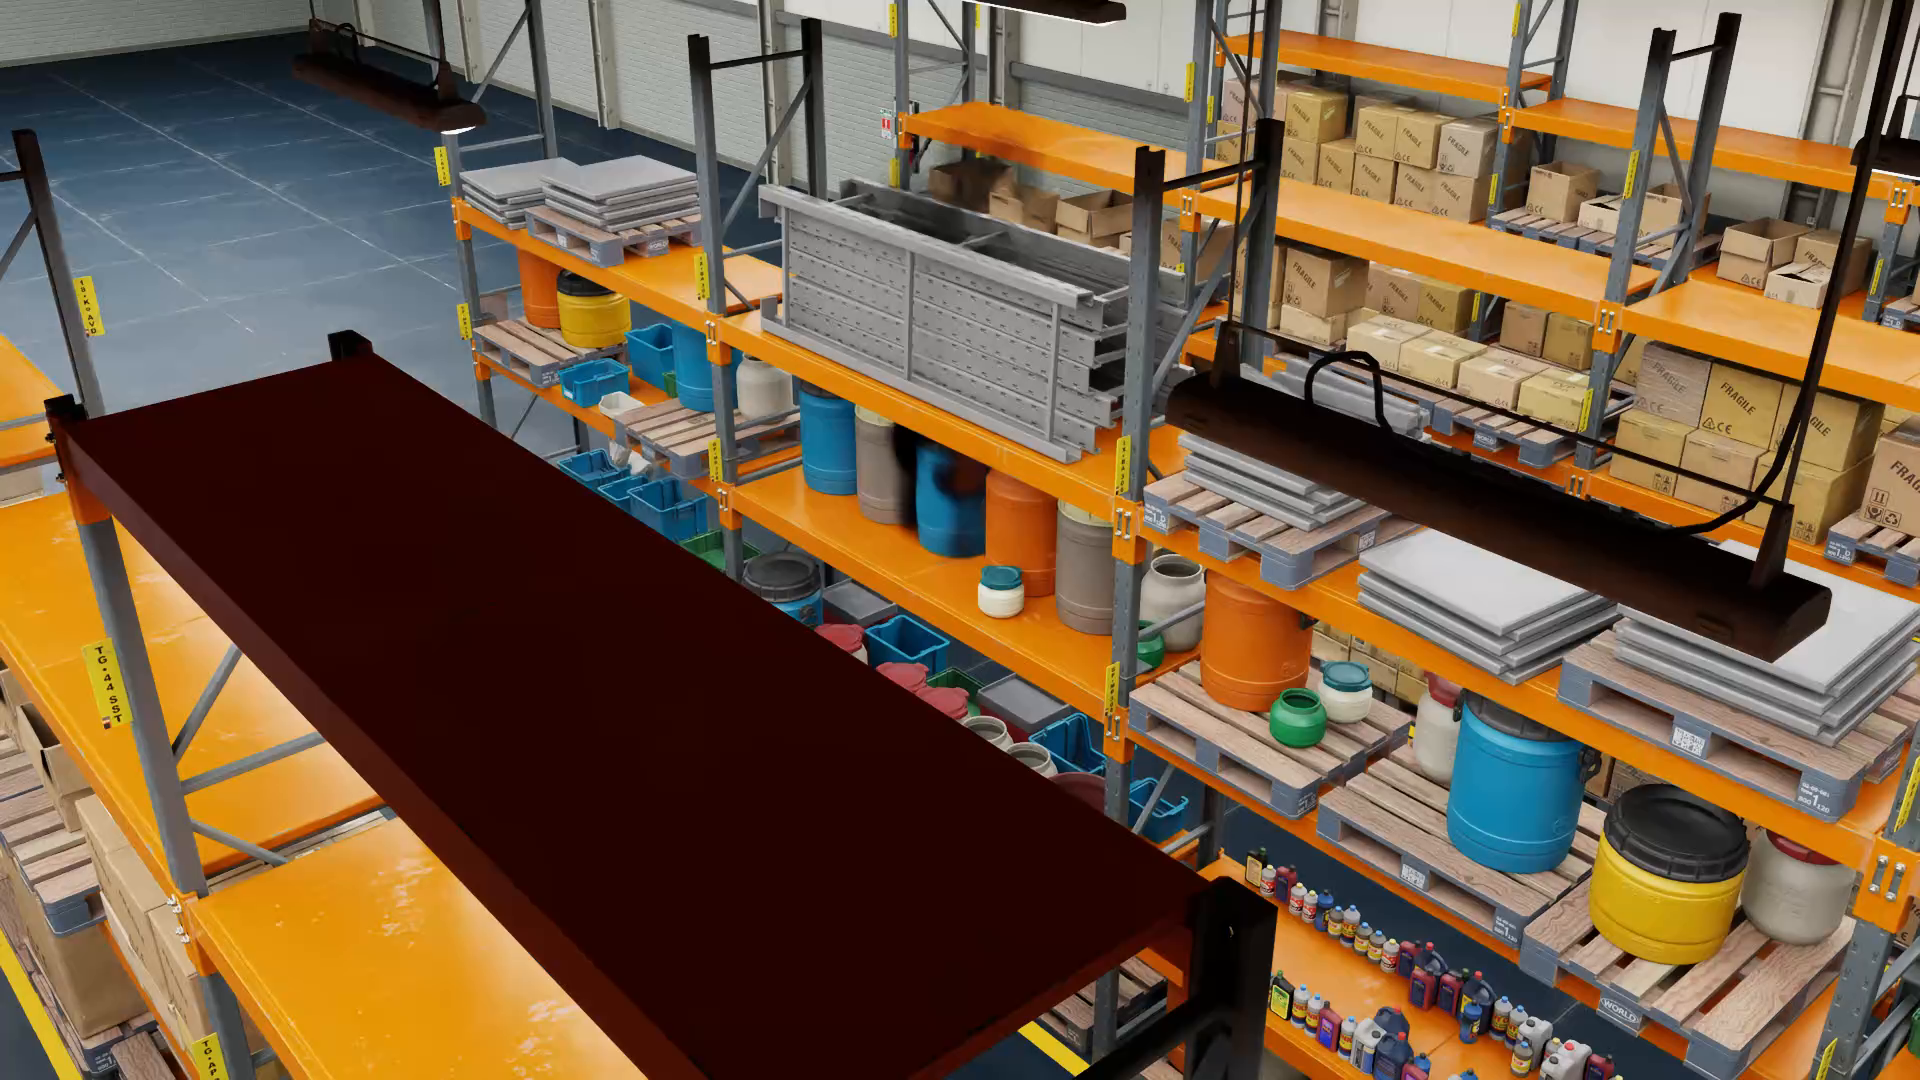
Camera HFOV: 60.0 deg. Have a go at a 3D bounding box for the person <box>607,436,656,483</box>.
[{"bbox_3d":[-3.352,-0.723,17.036,0.837,1.816,0.690,13,30,24],"label":"person"}]
